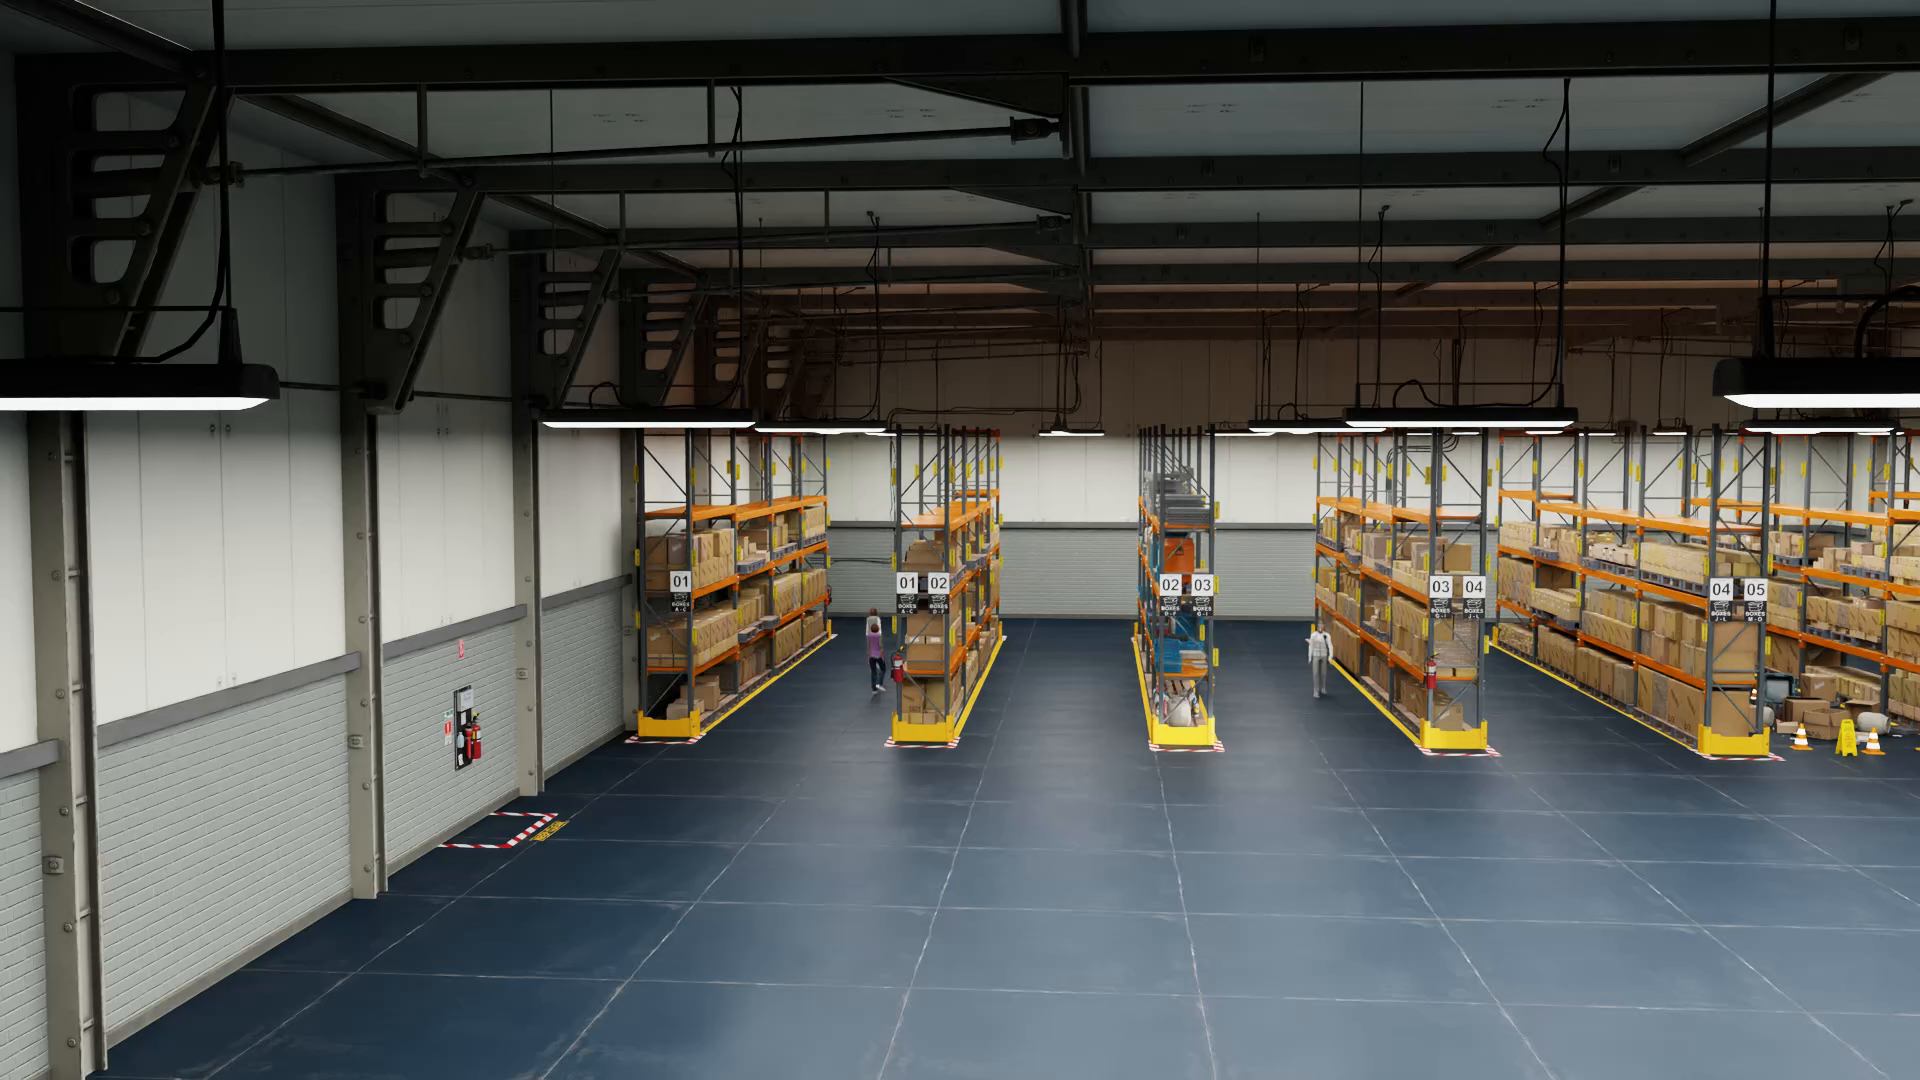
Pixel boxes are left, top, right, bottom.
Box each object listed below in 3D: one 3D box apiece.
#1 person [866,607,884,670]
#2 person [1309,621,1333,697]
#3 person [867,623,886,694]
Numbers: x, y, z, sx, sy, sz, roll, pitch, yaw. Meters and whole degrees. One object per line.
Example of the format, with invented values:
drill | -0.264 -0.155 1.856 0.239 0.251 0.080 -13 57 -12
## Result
person | -2.103 2.441 40.751 0.457 1.586 0.411 1 4 20
person | 8.052 2.637 37.112 0.543 1.686 0.630 1 4 16
person | -1.886 2.654 37.288 0.456 1.577 0.441 1 4 11
